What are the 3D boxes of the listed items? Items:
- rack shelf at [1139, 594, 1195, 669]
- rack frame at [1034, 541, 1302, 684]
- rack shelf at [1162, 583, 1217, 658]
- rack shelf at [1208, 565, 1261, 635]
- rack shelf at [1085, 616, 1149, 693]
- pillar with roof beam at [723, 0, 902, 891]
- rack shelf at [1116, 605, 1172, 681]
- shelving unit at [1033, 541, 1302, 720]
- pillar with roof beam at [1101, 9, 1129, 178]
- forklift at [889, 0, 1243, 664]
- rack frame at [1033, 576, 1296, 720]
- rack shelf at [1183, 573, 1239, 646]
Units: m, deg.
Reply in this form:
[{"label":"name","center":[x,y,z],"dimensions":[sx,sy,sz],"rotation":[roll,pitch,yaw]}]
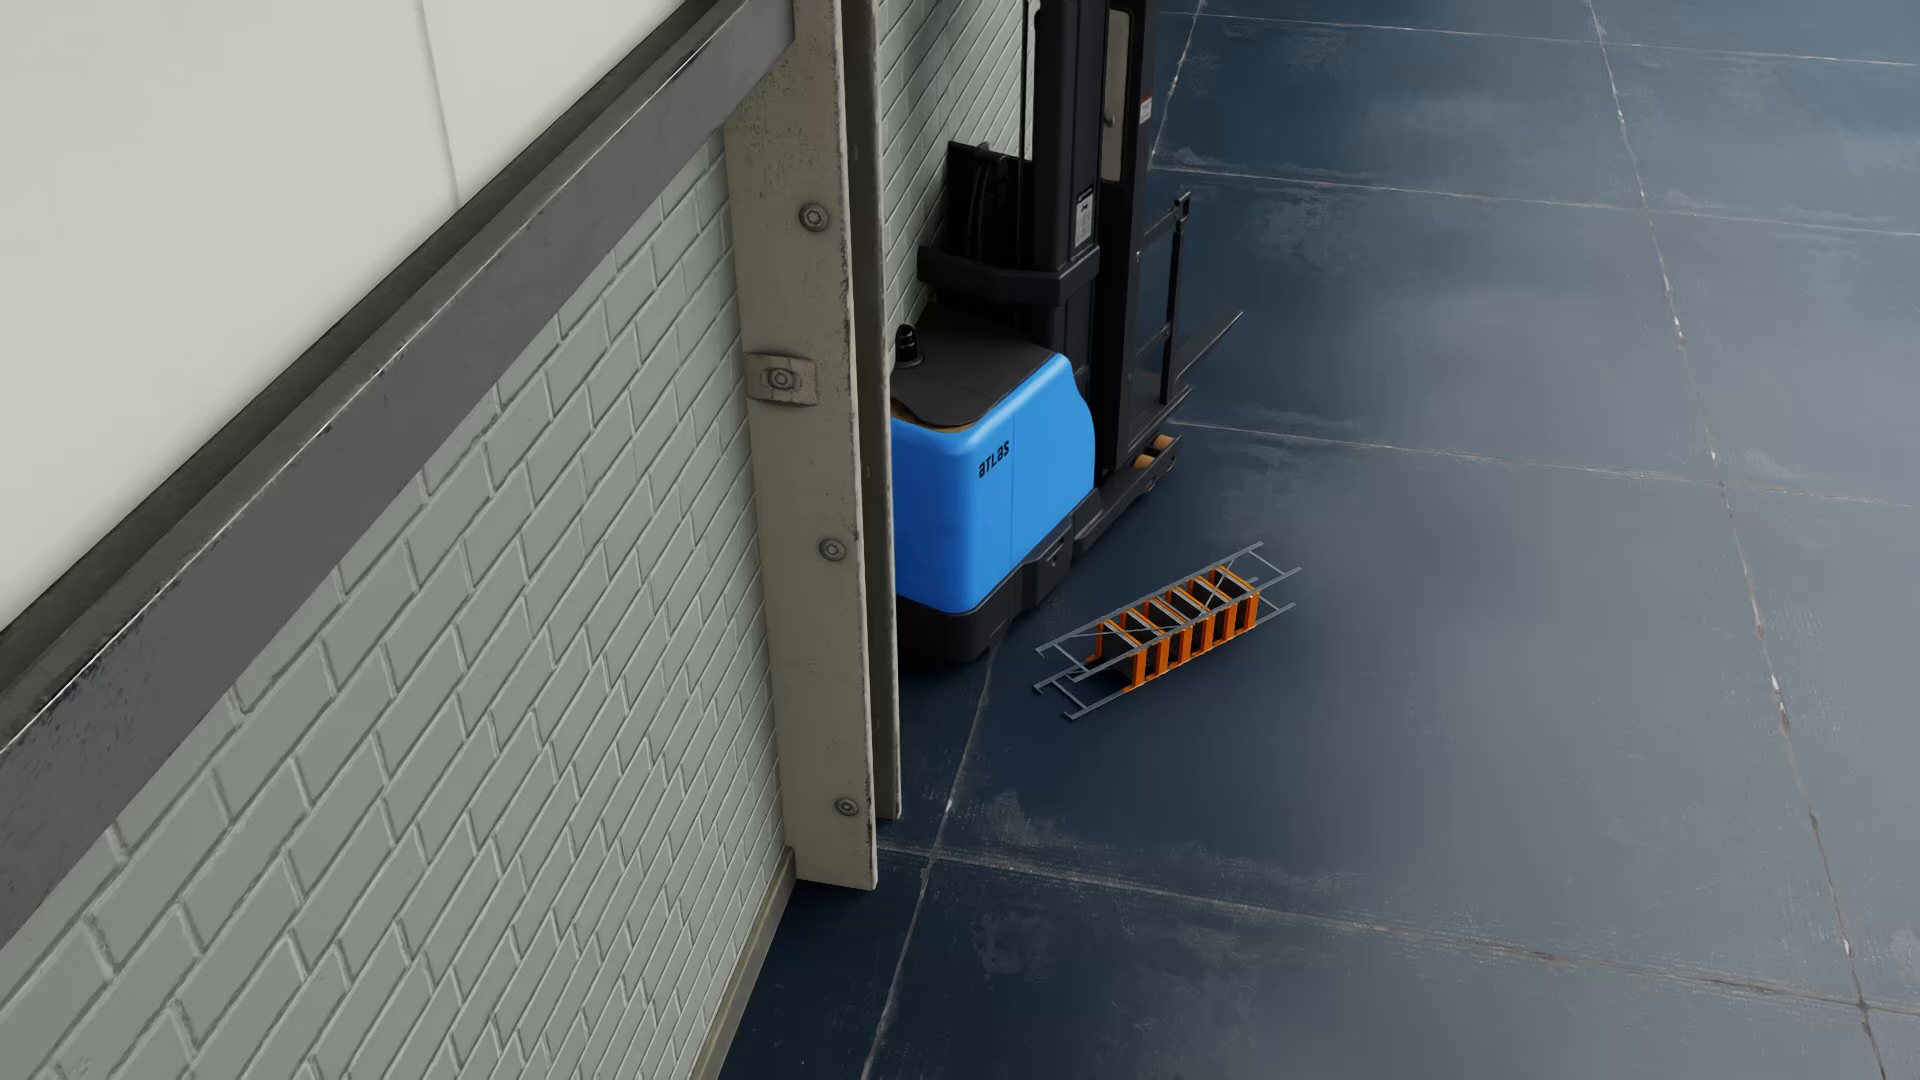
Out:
[{"label":"rack shelf","center":[0.802,0.359,6.587],"dimensions":[0.103,0.180,0.258],"rotation":[-23,42,-29]},{"label":"rack frame","center":[0.838,0.270,6.555],"dimensions":[1.200,0.006,0.240],"rotation":[-23,42,-29]},{"label":"rack shelf","center":[0.898,0.318,6.645],"dimensions":[0.103,0.180,0.258],"rotation":[-23,42,-29]},{"label":"rack shelf","center":[1.091,0.236,6.761],"dimensions":[0.103,0.180,0.258],"rotation":[-23,42,-29]},{"label":"rack shelf","center":[0.608,0.442,6.471],"dimensions":[0.103,0.180,0.258],"rotation":[-23,42,-29]},{"label":"pillar with roof beam","center":[3.806,-2.052,2.413],"dimensions":[9.100,9.000,0.400],"rotation":[7,37,10]},{"label":"rack shelf","center":[0.705,0.401,6.529],"dimensions":[0.103,0.180,0.258],"rotation":[-23,42,-29]},{"label":"shelving unit","center":[0.837,0.344,6.608],"dimensions":[1.200,0.189,0.258],"rotation":[-23,42,-29]},{"label":"pillar with roof beam","center":[5.088,-5.492,7.159],"dimensions":[9.100,9.000,0.400],"rotation":[7,37,10]},{"label":"forklift","center":[0.367,-1.539,6.876],"dimensions":[1.130,2.935,3.031],"rotation":[20,40,25]},{"label":"rack frame","center":[0.837,0.418,6.662],"dimensions":[1.200,0.006,0.240],"rotation":[-23,42,-29]},{"label":"rack shelf","center":[0.995,0.277,6.703],"dimensions":[0.103,0.180,0.258],"rotation":[-23,42,-29]}]
